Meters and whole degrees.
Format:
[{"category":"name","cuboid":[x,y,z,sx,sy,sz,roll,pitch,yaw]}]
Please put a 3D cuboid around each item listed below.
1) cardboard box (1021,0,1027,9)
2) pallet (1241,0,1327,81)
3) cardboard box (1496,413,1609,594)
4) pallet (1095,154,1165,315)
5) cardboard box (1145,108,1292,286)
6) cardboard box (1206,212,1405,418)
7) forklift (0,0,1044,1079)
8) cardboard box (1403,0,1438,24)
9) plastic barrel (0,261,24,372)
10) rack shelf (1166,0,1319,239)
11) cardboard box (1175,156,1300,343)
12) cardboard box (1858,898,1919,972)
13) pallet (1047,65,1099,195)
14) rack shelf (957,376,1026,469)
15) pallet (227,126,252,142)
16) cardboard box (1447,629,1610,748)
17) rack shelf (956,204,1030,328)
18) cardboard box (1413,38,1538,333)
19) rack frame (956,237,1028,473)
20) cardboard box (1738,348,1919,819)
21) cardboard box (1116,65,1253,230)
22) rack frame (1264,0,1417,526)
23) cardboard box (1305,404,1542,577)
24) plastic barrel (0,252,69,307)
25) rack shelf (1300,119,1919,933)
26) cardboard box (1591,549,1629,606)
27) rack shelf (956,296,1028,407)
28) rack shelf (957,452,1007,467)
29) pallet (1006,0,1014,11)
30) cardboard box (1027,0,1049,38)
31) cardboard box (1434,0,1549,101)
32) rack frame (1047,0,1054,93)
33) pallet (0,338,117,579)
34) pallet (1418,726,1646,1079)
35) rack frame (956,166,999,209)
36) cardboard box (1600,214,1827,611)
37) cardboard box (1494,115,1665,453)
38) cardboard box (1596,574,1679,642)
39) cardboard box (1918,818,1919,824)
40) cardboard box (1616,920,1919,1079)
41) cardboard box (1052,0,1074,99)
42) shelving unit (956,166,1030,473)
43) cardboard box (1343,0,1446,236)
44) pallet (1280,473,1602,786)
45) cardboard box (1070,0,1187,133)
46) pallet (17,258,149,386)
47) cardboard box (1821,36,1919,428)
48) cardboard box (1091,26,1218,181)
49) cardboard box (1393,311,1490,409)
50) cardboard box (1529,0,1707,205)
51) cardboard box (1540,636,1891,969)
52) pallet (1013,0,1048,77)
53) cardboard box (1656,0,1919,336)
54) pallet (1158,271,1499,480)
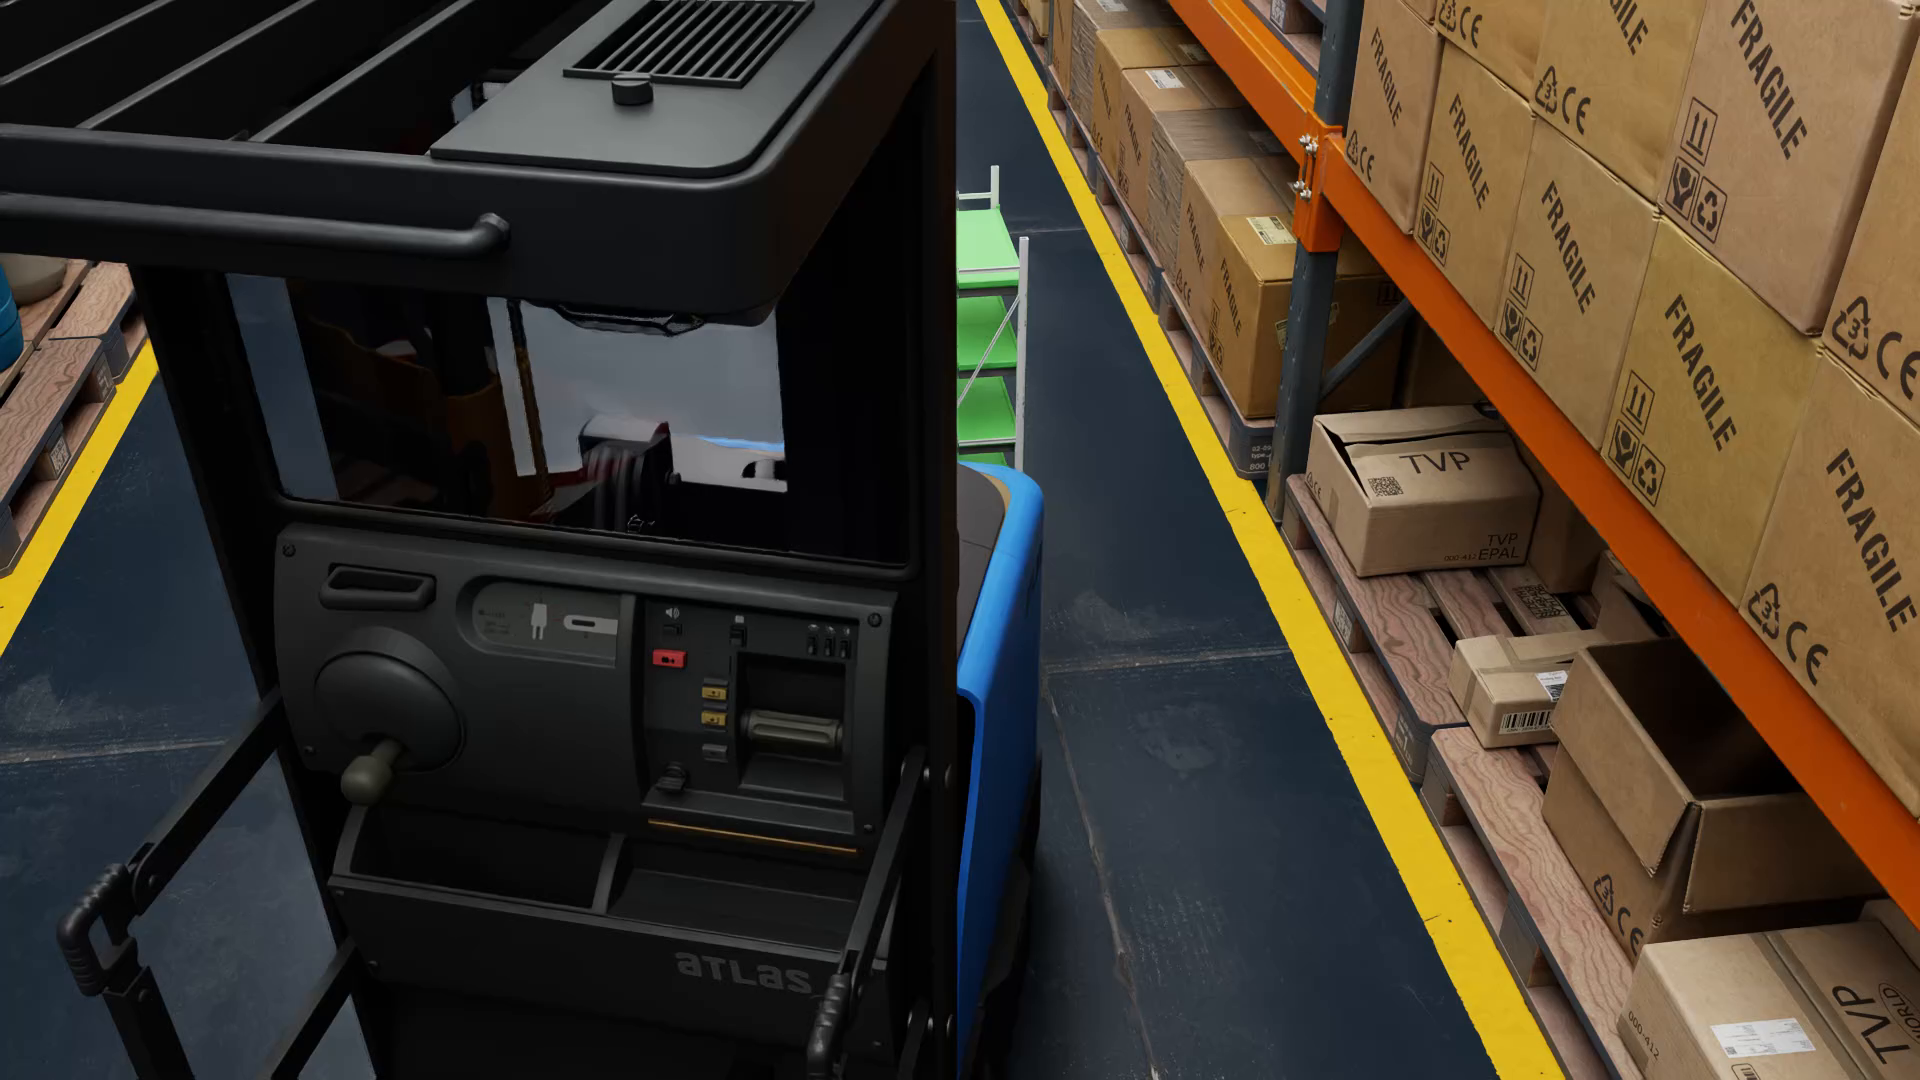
[{"category":"cardboard box","cuboid":[0.571,-3.189,9.334,0.500,0.250,0.500,-5,35,-7]},{"category":"pallet","cuboid":[1.495,-1.732,5.298,1.003,0.211,1.213,-4,35,-6]},{"category":"cardboard box","cuboid":[1.852,-0.209,4.723,0.500,0.500,0.500,-4,35,-6]},{"category":"pallet","cuboid":[1.180,-1.338,7.026,1.003,0.211,1.213,-4,35,-6]},{"category":"cardboard box","cuboid":[1.019,-1.316,6.346,0.500,0.500,0.500,-4,34,-6]},{"category":"cardboard box","cuboid":[1.144,-0.759,5.530,0.500,0.500,0.500,-5,35,-7]},{"category":"forklift","cuboid":[-0.594,0.281,2.235,1.130,2.935,3.031,6,35,9]},{"category":"cardboard box","cuboid":[1.279,-1.527,3.851,0.500,0.500,0.500,-4,34,-5]},{"category":"plastic barrel","cuboid":[-3.566,-0.990,5.530,0.600,0.901,0.708,-4,35,-6]},{"category":"rack shelf","cuboid":[1.225,-2.176,6.418,1.077,0.370,4.000,-4,35,-6]},{"category":"cardboard box","cuboid":[1.086,-1.036,5.936,0.500,0.500,0.500,-4,35,-6]},{"category":"cardboard box","cuboid":[2.106,0.947,3.248,0.500,0.250,0.500,-4,35,-6]},{"category":"pallet","cuboid":[1.019,-2.017,8.023,1.003,0.211,1.213,-4,35,-6]},{"category":"rack shelf","cuboid":[0.022,-0.351,4.813,0.258,0.148,0.480,-4,35,-6]},{"category":"pallet","cuboid":[-3.805,-1.627,7.450,1.003,0.211,1.213,-4,35,-6]},{"category":"cardboard box","cuboid":[1.463,0.365,4.177,0.380,0.166,0.250,-4,35,-6]},{"category":"rack shelf","cuboid":[0.022,-0.747,4.542,0.258,0.148,0.480,-4,35,-6]},{"category":"cardboard box","cuboid":[1.365,-0.808,3.683,0.500,0.500,0.500,-4,34,-6]},{"category":"rack frame","cuboid":[0.055,-0.267,4.577,0.240,1.200,0.015,-4,35,-6]},{"category":"cardboard box","cuboid":[1.567,0.037,2.444,0.500,0.500,0.500,-4,34,-6]},{"category":"cardboard box","cuboid":[0.948,-1.599,6.762,0.500,0.500,0.500,-5,35,-8]},{"category":"rack frame","cuboid":[1.494,-1.357,4.577,1.000,3.000,0.127,-4,35,-6]},{"category":"cardboard box","cuboid":[1.336,-0.177,4.843,0.500,0.311,0.500,-4,35,-6]},{"category":"plastic barrel","cuboid":[-3.553,-1.151,6.112,0.421,0.512,0.421,0,34,0]},{"category":"rack shelf","cuboid":[1.763,0.056,3.142,1.077,0.370,4.000,-4,35,-6]},{"category":"cardboard box","cuboid":[1.962,0.141,4.521,0.380,0.149,0.250,-4,35,-6]},{"category":"rack shelf","cuboid":[0.022,-0.549,4.677,0.258,0.148,0.480,-4,35,-6]},{"category":"rack shelf","cuboid":[0.022,-0.152,4.948,0.258,0.148,0.480,-4,35,-6]},{"category":"pallet","cuboid":[0.724,-3.578,10.313,1.003,0.211,1.213,-4,35,-6]},{"category":"cardboard box","cuboid":[0.644,-2.901,8.913,0.500,0.250,0.500,-4,34,-5]},{"category":"cardboard box","cuboid":[1.349,-1.239,3.428,0.500,0.500,0.500,-5,35,-8]},{"category":"rack frame","cuboid":[0.956,-3.589,7.853,1.000,3.000,0.127,-4,35,-6]},{"category":"pallet","cuboid":[-3.477,-0.265,5.452,1.003,0.211,1.213,-4,35,-6]},{"category":"pallet","cuboid":[1.753,0.861,3.799,1.003,0.211,1.213,-4,35,-6]},{"category":"rack frame","cuboid":[-0.011,-0.540,4.976,0.240,1.200,0.015,-4,35,-6]},{"category":"cardboard box","cuboid":[1.500,-0.245,2.857,0.500,0.500,0.500,-5,35,-7]},{"category":"cardboard box","cuboid":[1.430,-0.528,3.273,0.500,0.500,0.500,-5,35,-7]},{"category":"cardboard box","cuboid":[1.953,0.287,4.162,0.500,0.311,0.500,-4,35,-6]},{"category":"cardboard box","cuboid":[1.629,0.315,2.035,0.500,0.500,0.500,-4,34,-6]},{"category":"cardboard box","cuboid":[1.617,1.013,3.152,0.500,0.250,0.500,-4,35,-6]},{"category":"cardboard box","cuboid":[0.734,-2.462,8.028,0.500,0.500,0.500,-3,34,-4]},{"category":"shelving unit","cuboid":[0.022,-0.403,4.777,0.258,1.200,0.503,-4,35,-6]},{"category":"cardboard box","cuboid":[1.293,-1.093,4.102,0.500,0.500,0.500,-4,34,-5]},{"category":"pallet","cuboid":[1.586,0.179,4.800,1.003,0.211,1.213,-4,35,-6]},{"category":"cardboard box","cuboid":[0.810,-2.171,7.600,0.500,0.500,0.500,-6,35,-8]},{"category":"pallet","cuboid":[-3.644,-0.948,6.453,1.003,0.211,1.213,-4,35,-6]},{"category":"cardboard box","cuboid":[1.557,-0.378,2.164,0.500,0.500,0.500,-3,34,-5]},{"category":"cardboard box","cuboid":[0.873,-1.890,7.189,0.500,0.500,0.500,-5,35,-7]},{"category":"cardboard box","cuboid":[1.671,-0.794,5.581,0.500,0.500,0.500,-6,35,-9]},{"category":"cardboard box","cuboid":[1.417,-0.952,3.007,0.500,0.500,0.500,-5,35,-8]},{"category":"cardboard box","cuboid":[1.752,0.541,3.619,0.797,0.503,0.637,-4,35,-6]},{"category":"pallet","cuboid":[0.884,-2.899,9.317,1.003,0.211,1.213,-4,35,-6]},{"category":"cardboard box","cuboid":[1.488,-0.664,2.584,0.500,0.500,0.500,-3,34,-5]},{"category":"pallet","cuboid":[1.348,-0.656,6.025,1.003,0.211,1.213,-4,35,-6]}]
